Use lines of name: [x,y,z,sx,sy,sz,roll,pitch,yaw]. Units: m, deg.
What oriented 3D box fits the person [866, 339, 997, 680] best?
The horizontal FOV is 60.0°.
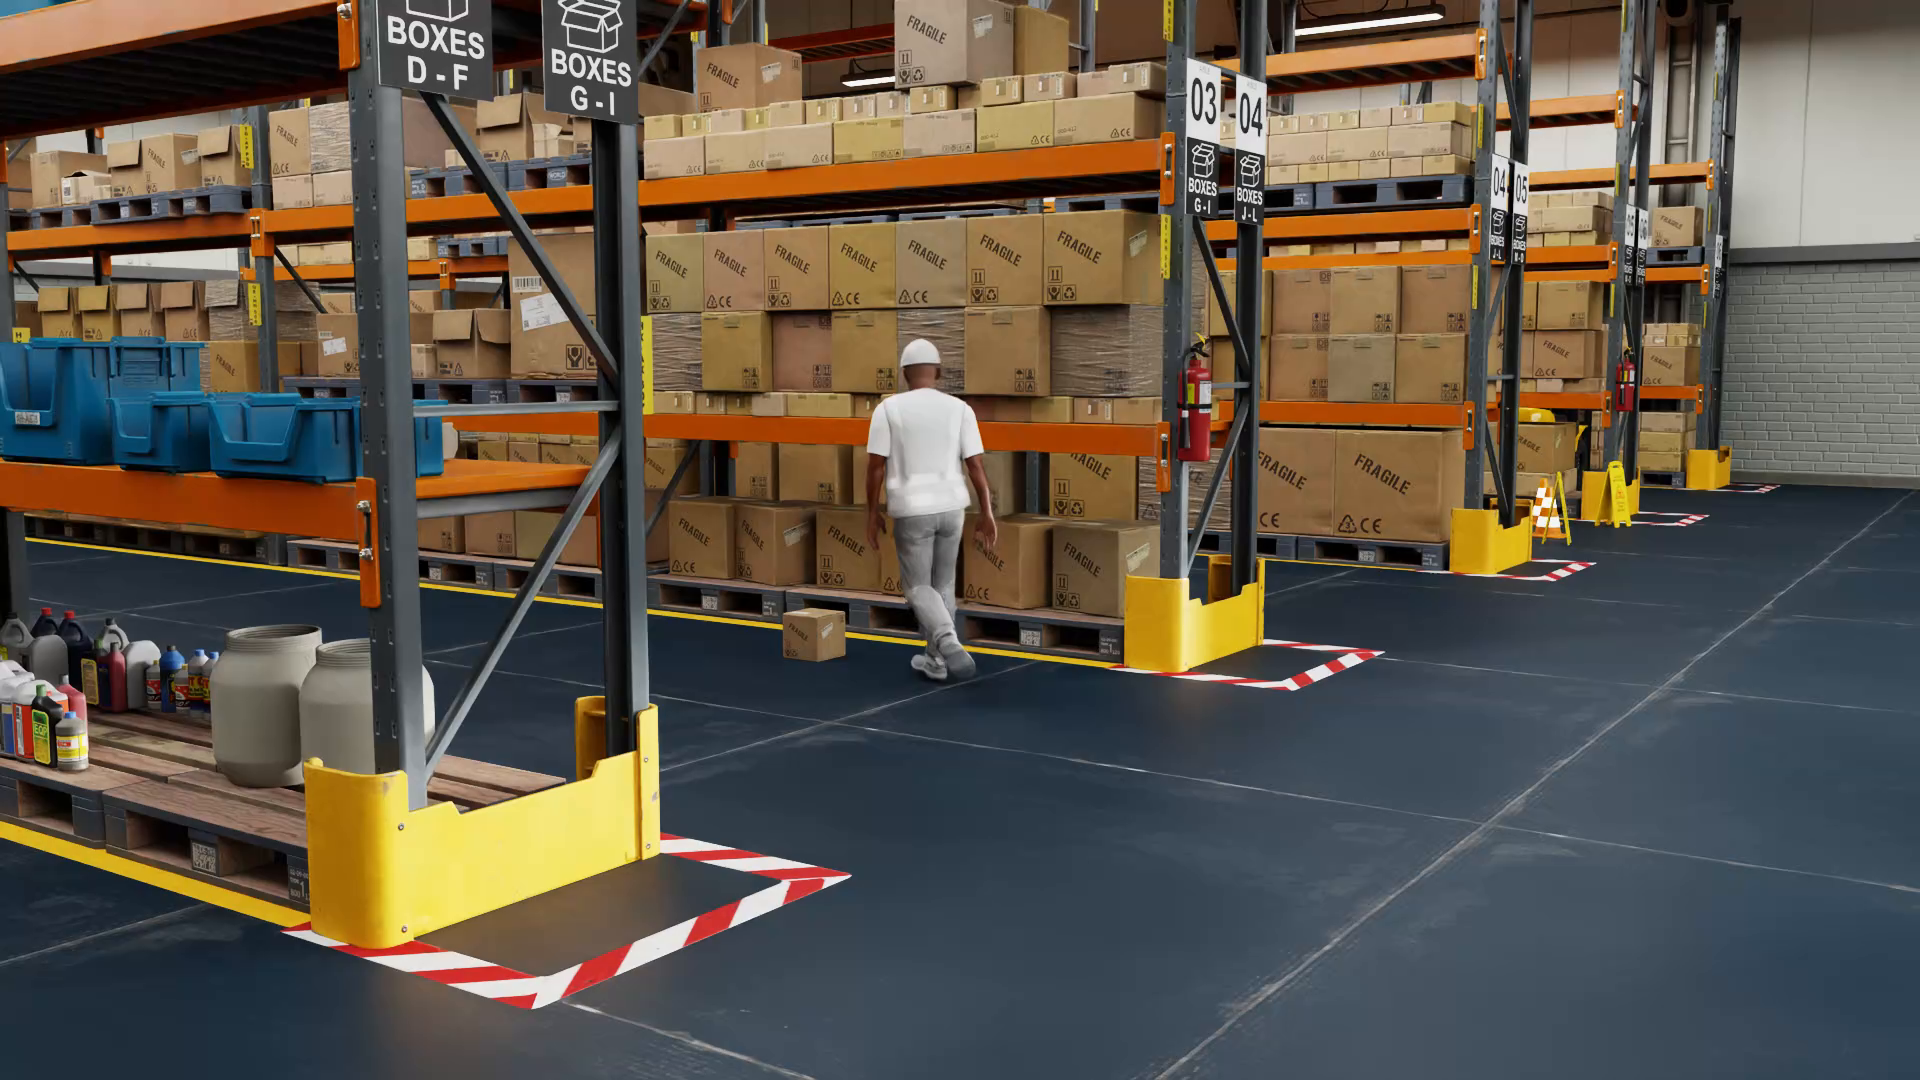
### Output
person: [-0.149,-0.133,8.375,0.642,1.749,0.805,-1,6,-13]
